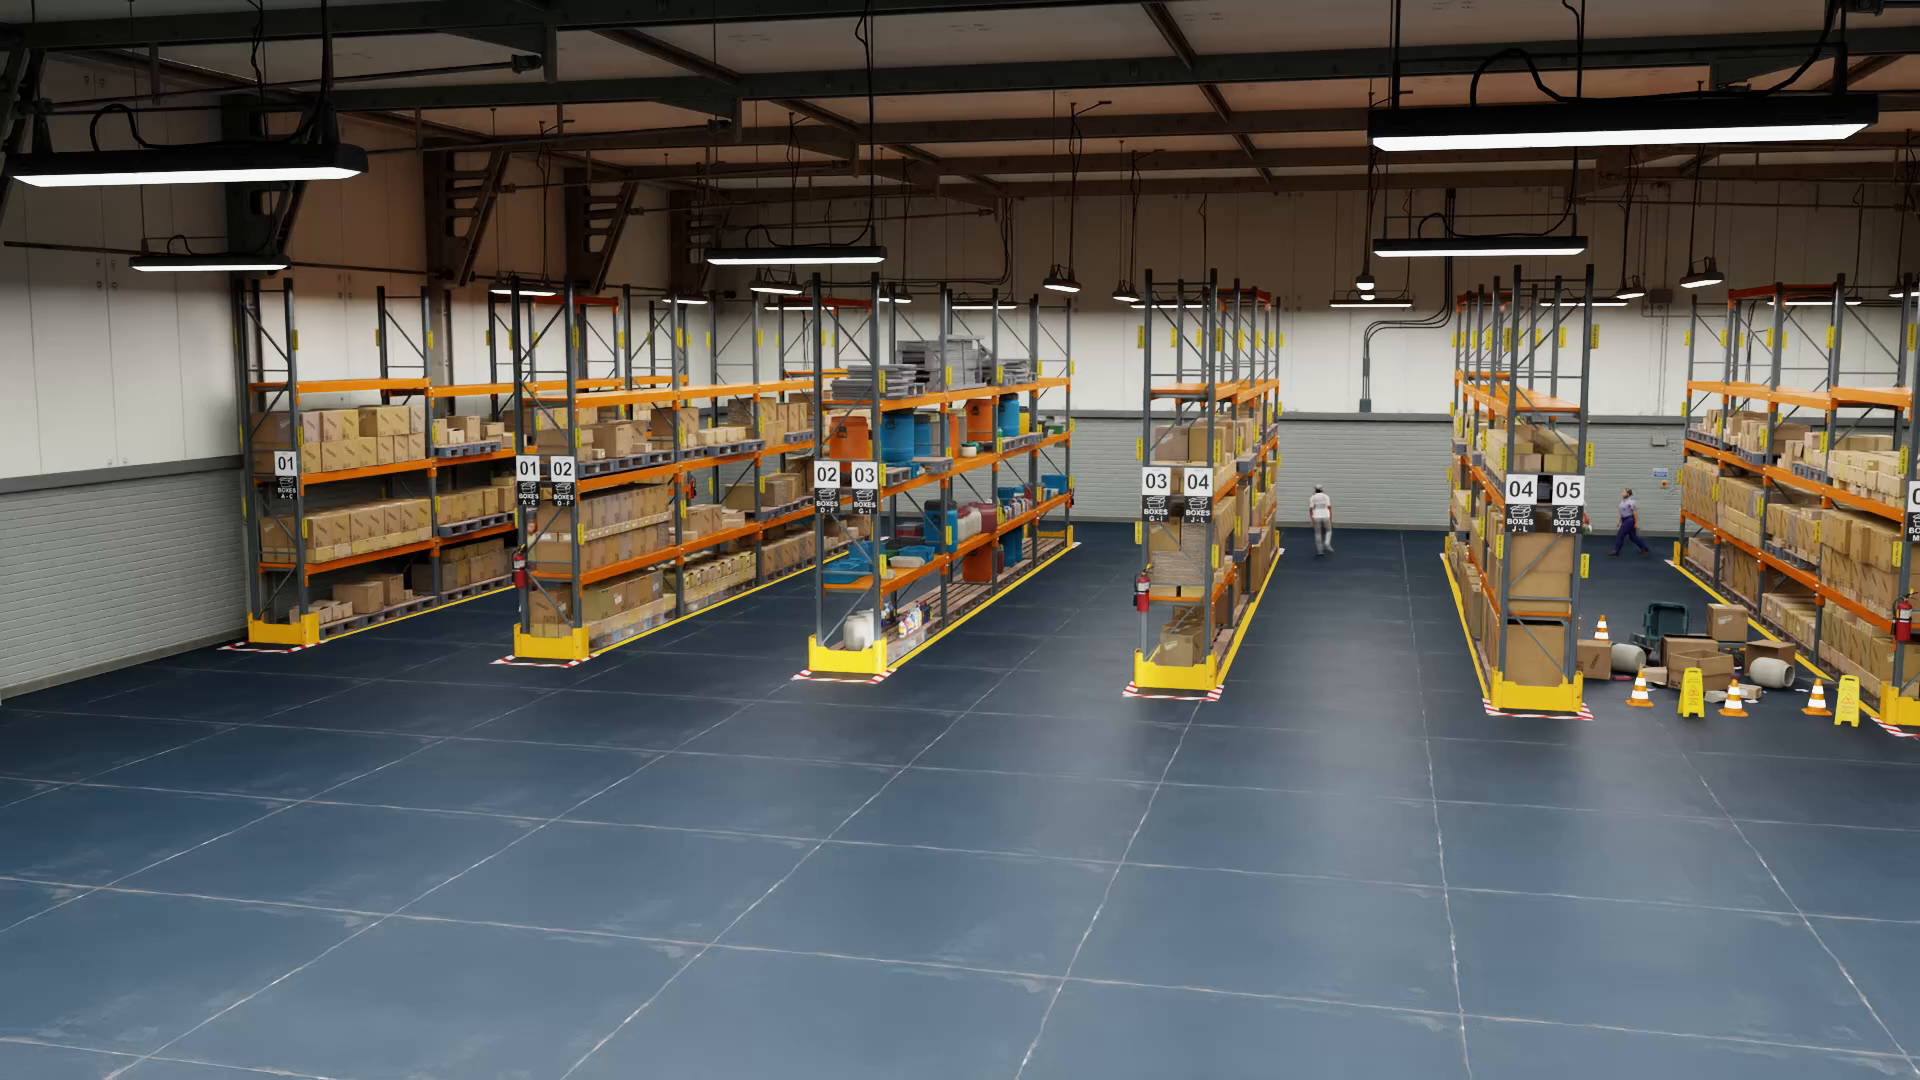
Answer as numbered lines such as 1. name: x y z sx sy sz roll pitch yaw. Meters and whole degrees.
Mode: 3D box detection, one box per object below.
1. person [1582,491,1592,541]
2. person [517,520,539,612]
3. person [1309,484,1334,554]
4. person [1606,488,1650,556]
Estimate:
1. person: 13.759 -0.307 36.989 0.914 1.762 0.536 -3 7 -22
2. person: -8.036 0.472 31.056 0.472 1.663 0.762 -1 7 -11
3. person: 8.448 -0.479 38.817 0.588 1.667 0.466 1 7 9
4. person: 15.527 -0.422 38.597 1.014 1.594 0.473 1 7 8
